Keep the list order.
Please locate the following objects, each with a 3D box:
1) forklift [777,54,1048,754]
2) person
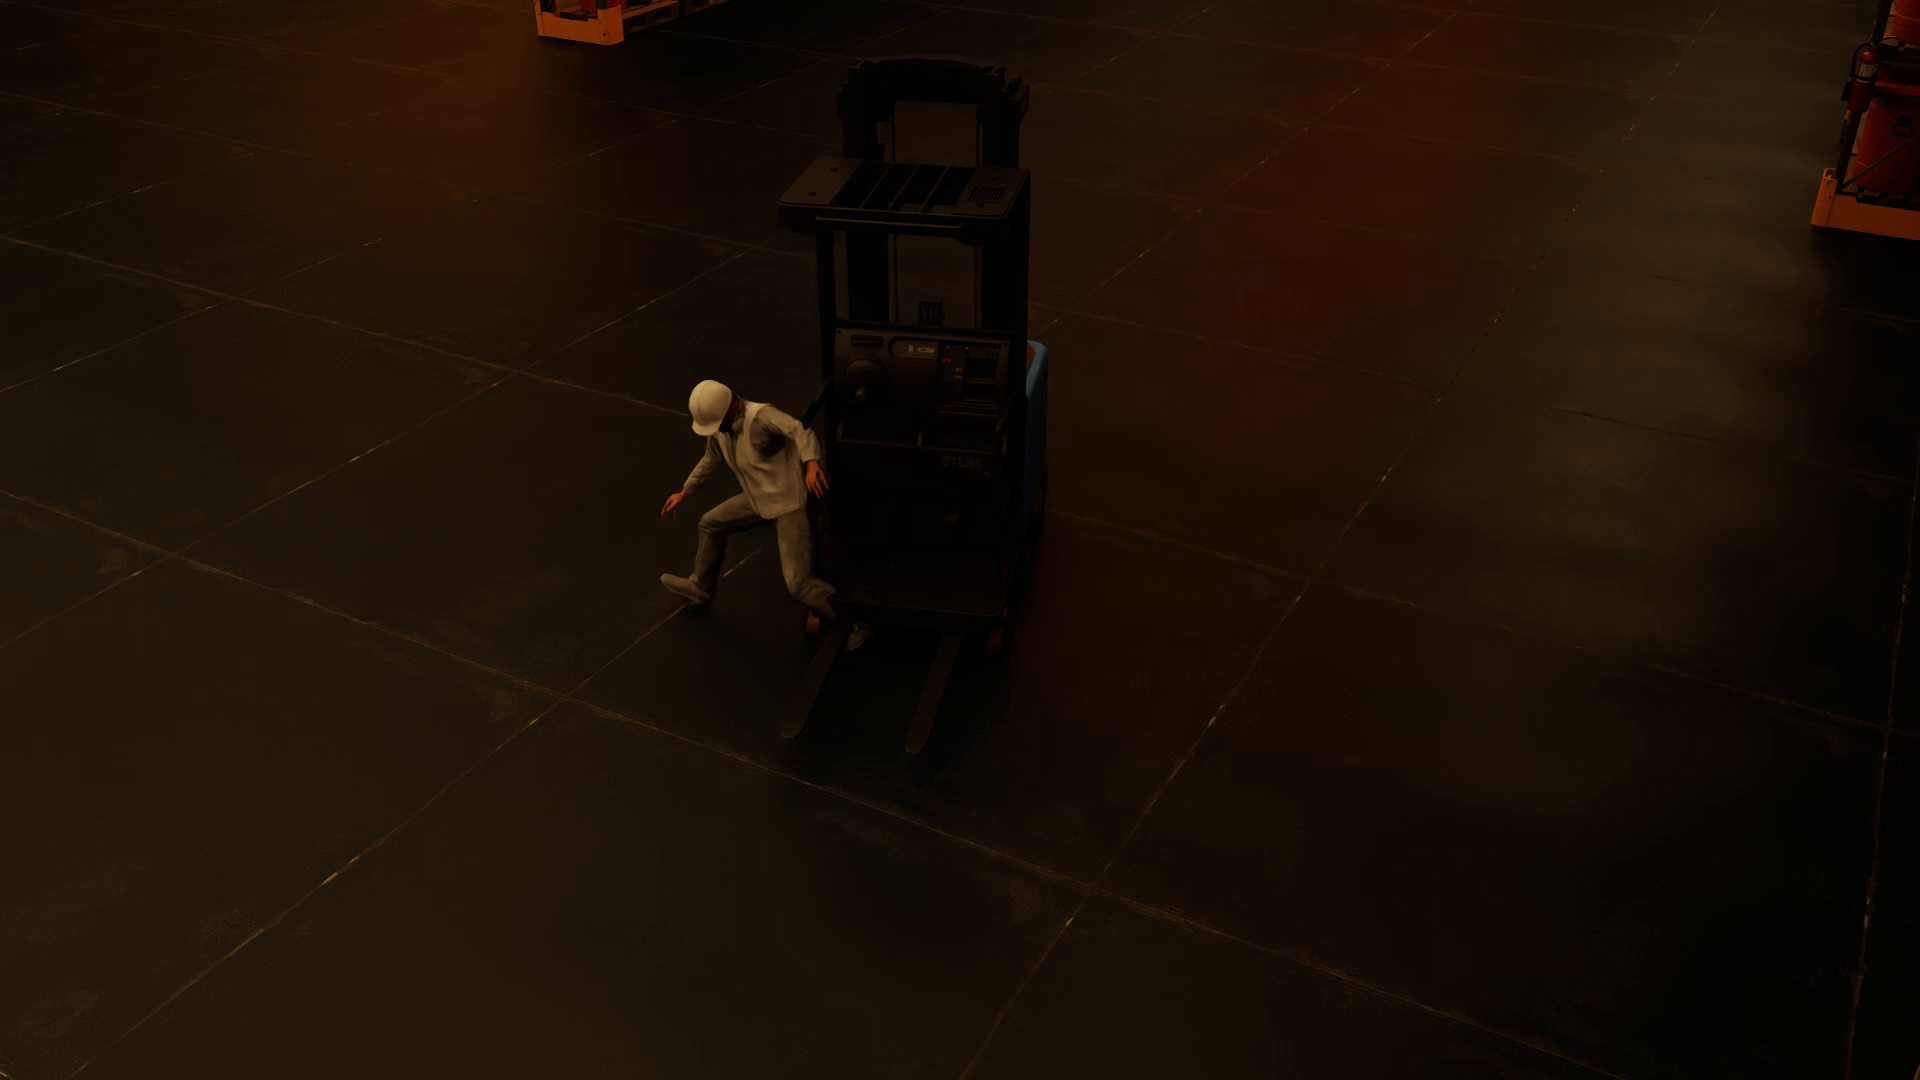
[{"bbox_3d":[-0.240,-0.847,8.538,1.130,2.935,3.031,5,30,9],"label":"forklift"},{"bbox_3d":[-1.046,-0.152,8.824,0.743,1.479,1.210,-20,35,-30],"label":"person"}]
